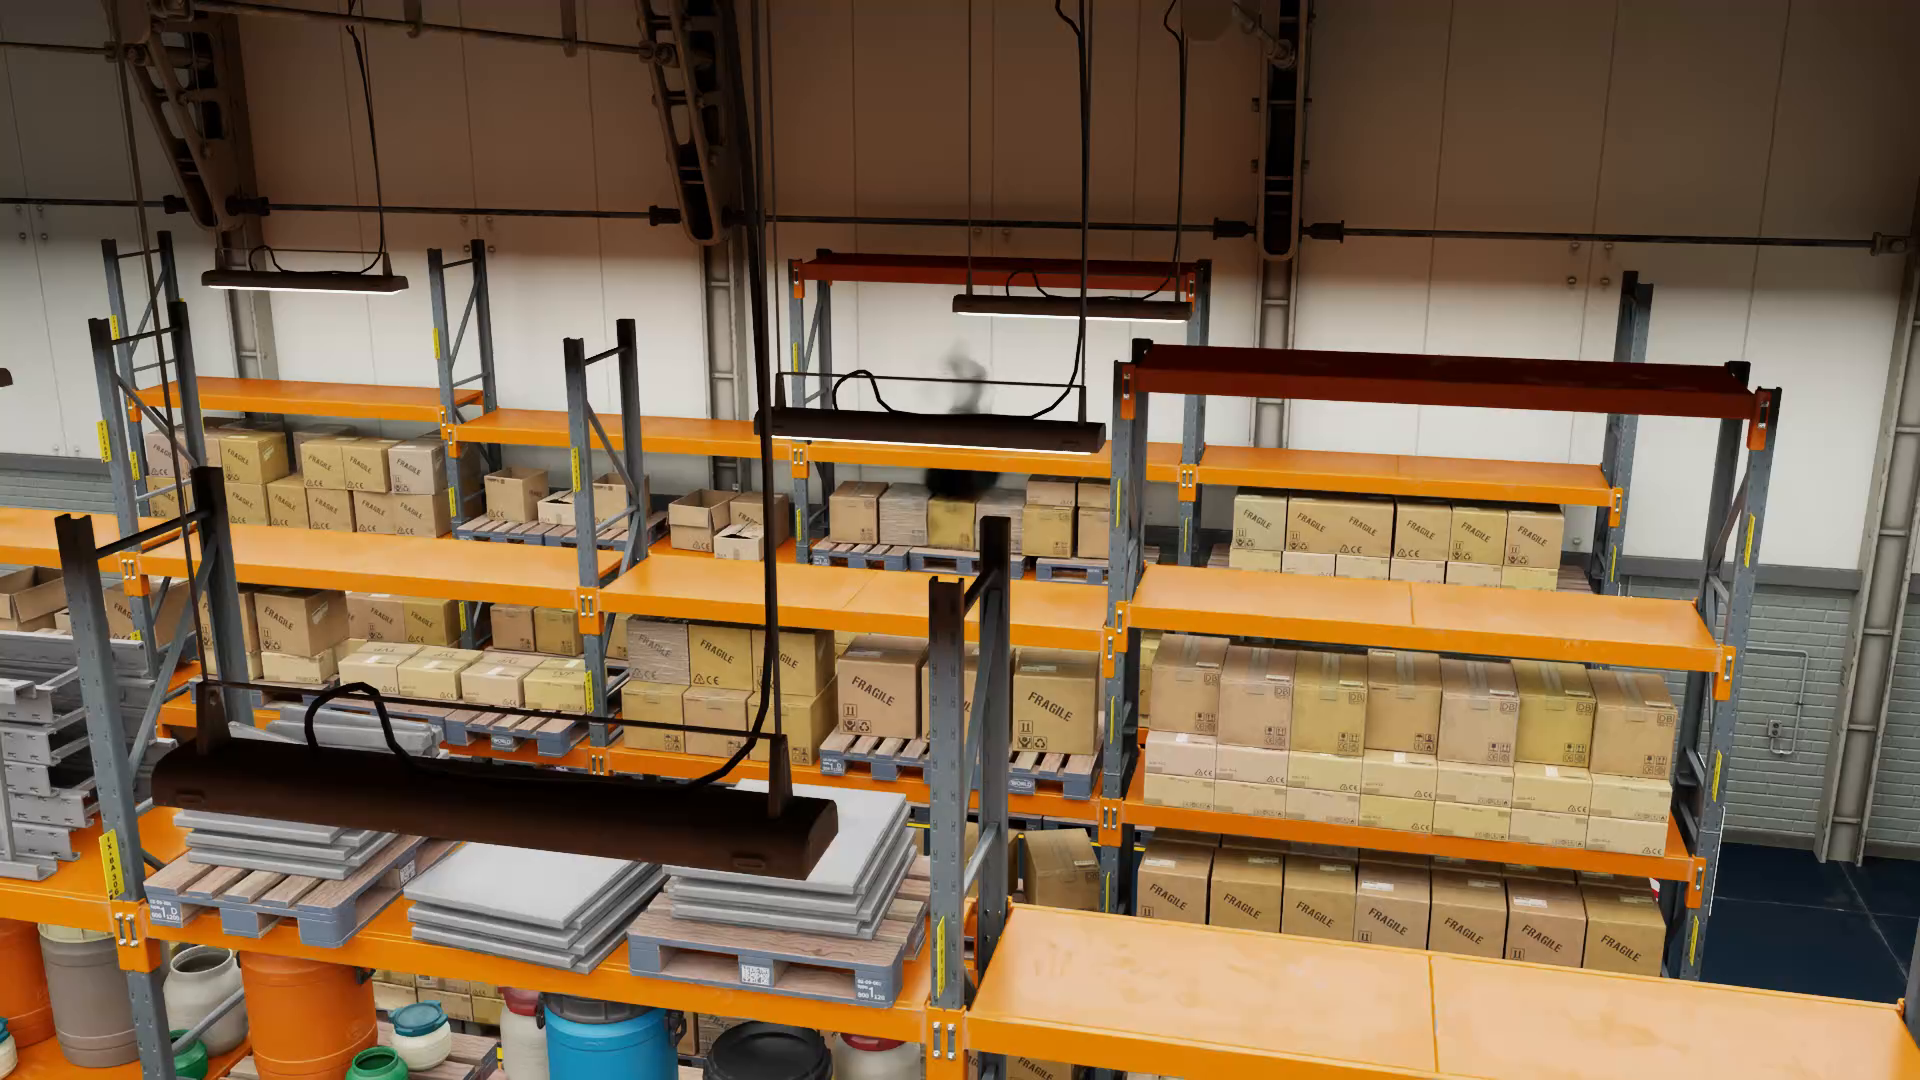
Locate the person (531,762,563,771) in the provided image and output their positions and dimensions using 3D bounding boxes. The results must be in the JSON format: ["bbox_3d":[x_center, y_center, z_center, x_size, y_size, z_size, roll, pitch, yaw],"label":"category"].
[{"bbox_3d":[-3.990,2.762,16.099,0.571,1.606,0.640,3,17,11],"label":"person"}]
